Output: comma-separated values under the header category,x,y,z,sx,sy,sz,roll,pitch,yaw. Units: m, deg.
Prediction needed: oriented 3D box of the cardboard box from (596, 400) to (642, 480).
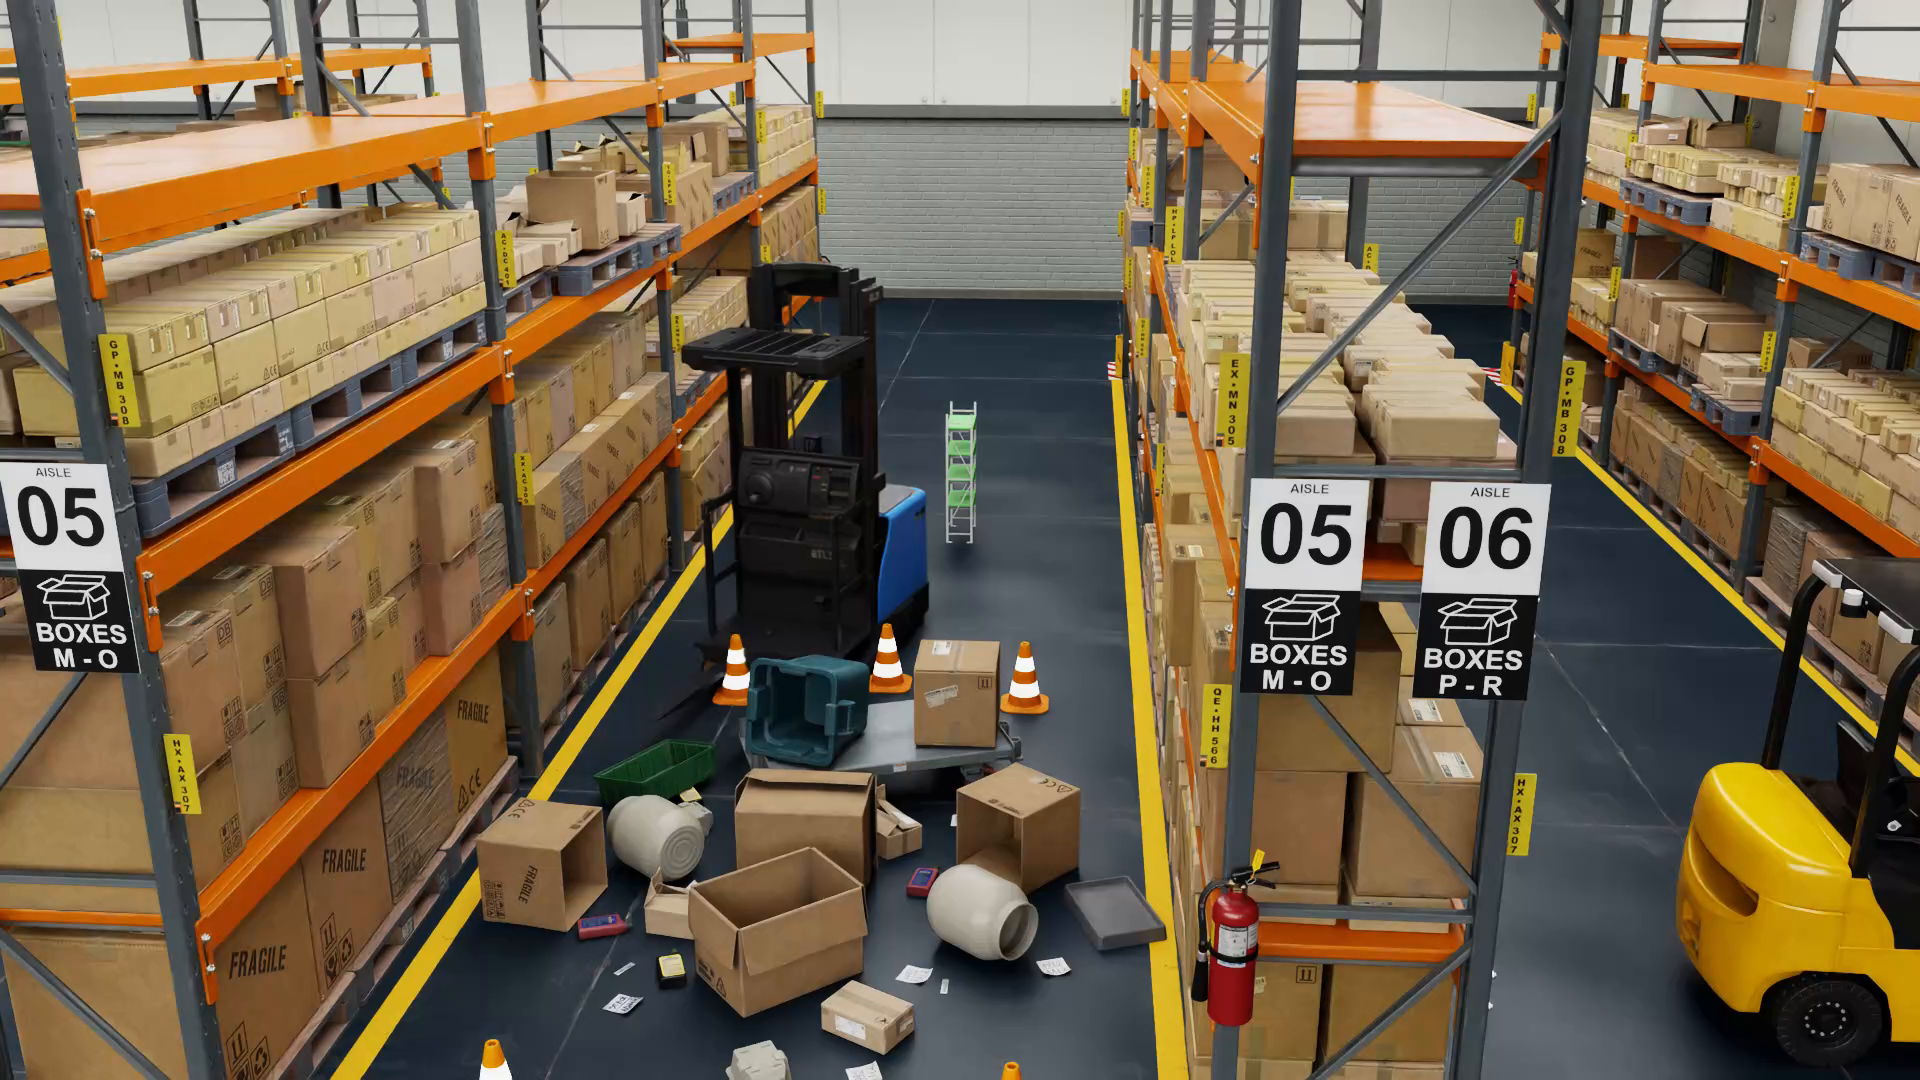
category,x,y,z,sx,sy,sz,roll,pitch,yaw
cardboard box,-2.732,-0.763,12.600,0.500,0.500,0.500,1,18,3

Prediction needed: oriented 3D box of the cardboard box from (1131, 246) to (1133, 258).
category,x,y,z,sx,sy,sz,roll,pitch,yaw
cardboard box,2.095,-3.010,17.852,0.500,0.500,0.500,1,18,3

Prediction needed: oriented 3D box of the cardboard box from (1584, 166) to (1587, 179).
category,x,y,z,sx,sy,sz,roll,pitch,yaw
cardboard box,7.100,-4.128,18.617,0.380,0.149,0.250,2,18,5

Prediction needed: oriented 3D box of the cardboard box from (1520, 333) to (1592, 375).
category,x,y,z,sx,sy,sz,roll,pitch,yaw
cardboard box,7.436,-2.293,20.764,0.797,0.503,0.637,1,18,2

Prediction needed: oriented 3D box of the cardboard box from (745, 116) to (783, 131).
category,x,y,z,sx,sy,sz,roll,pitch,yaw
cardboard box,-2.203,-4.687,18.717,0.380,0.149,0.250,2,18,7

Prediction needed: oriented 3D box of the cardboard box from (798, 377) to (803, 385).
category,x,y,z,sx,sy,sz,roll,pitch,yaw
cardboard box,-2.133,-2.013,20.479,0.380,0.149,0.250,0,18,1

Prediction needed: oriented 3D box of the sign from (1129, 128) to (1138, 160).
category,x,y,z,sx,sy,sz,roll,pitch,yaw
sign,1.783,-4.055,17.034,0.100,0.325,0.005,1,18,4

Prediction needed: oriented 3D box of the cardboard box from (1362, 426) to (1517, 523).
category,x,y,z,sx,sy,sz,roll,pitch,yaw
cardboard box,1.778,-0.253,6.152,0.500,0.250,0.500,1,18,3

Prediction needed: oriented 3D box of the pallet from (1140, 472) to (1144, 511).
category,x,y,z,sx,sy,sz,roll,pitch,yaw
pallet,2.272,-0.388,16.096,1.003,0.211,1.213,1,18,4

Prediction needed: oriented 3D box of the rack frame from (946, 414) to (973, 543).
category,x,y,z,sx,sy,sz,roll,pitch,yaw
rack frame,-0.006,-0.546,14.989,0.240,1.200,0.015,1,18,4

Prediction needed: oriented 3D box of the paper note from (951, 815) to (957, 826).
category,x,y,z,sx,sy,sz,roll,pitch,yaw
paper note,0.024,1.688,10.051,0.148,0.019,0.142,1,18,4

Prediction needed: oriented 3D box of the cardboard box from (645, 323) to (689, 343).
category,x,y,z,sx,sy,sz,roll,pitch,yaw
cardboard box,-2.629,-1.833,14.800,0.380,0.149,0.250,1,18,4

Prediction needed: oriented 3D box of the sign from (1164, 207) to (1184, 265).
category,x,y,z,sx,sy,sz,roll,pitch,yaw
sign,1.210,-1.719,9.400,0.100,0.325,0.005,1,18,4

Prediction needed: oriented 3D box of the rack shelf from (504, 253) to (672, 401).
category,x,y,z,sx,sy,sz,roll,pitch,yaw
rack shelf,-3.038,-1.634,11.757,1.077,0.370,4.000,1,18,4

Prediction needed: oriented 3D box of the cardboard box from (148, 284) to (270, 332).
category,x,y,z,sx,sy,sz,roll,pitch,yaw
cardboard box,-3.071,-0.951,6.806,0.380,0.149,0.250,1,18,4

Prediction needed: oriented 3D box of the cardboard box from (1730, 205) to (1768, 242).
category,x,y,z,sx,sy,sz,roll,pitch,yaw
cardboard box,6.831,-2.658,13.967,0.500,0.250,0.500,1,18,4

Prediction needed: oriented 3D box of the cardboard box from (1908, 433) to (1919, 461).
category,x,y,z,sx,sy,sz,roll,pitch,yaw
cardboard box,6.580,-0.605,11.075,0.380,0.149,0.250,1,18,4

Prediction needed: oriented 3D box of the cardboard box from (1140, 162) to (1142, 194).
category,x,y,z,sx,sy,sz,roll,pitch,yaw
cardboard box,1.857,-3.336,15.338,0.396,0.266,0.258,3,18,8

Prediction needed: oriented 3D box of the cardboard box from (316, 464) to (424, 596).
category,x,y,z,sx,sy,sz,roll,pitch,yaw
cardboard box,-3.341,-0.062,8.645,0.875,0.550,0.550,1,18,4

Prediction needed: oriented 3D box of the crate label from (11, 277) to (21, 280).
category,x,y,z,sx,sy,sz,roll,pitch,yaw
crate label,-12.110,-3.378,21.068,0.396,0.136,0.243,1,18,4

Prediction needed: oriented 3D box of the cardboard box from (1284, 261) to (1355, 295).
category,x,y,z,sx,sy,sz,roll,pitch,yaw
cardboard box,1.958,-1.432,9.107,0.380,0.149,0.250,2,18,5

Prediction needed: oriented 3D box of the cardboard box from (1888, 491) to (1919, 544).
category,x,y,z,sx,sy,sz,roll,pitch,yaw
cardboard box,6.586,-0.141,11.104,0.500,0.250,0.500,1,18,4

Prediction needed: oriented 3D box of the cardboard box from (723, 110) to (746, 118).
category,x,y,z,sx,sy,sz,roll,pitch,yaw
cardboard box,-2.631,-5.022,19.741,0.380,0.149,0.250,2,18,5

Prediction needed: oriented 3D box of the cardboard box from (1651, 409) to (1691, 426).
category,x,y,z,sx,sy,sz,roll,pitch,yaw
cardboard box,7.041,-1.186,16.351,0.380,0.149,0.250,1,18,3

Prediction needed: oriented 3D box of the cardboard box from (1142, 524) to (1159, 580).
category,x,y,z,sx,sy,sz,roll,pitch,yaw
cardboard box,2.000,0.132,13.575,0.950,0.372,0.625,0,18,0

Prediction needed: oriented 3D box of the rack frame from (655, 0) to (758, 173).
category,x,y,z,sx,sy,sz,roll,pitch,yaw
rack frame,-2.608,-5.264,16.865,1.000,3.000,0.127,1,18,4

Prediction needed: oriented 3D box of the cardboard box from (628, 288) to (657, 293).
category,x,y,z,sx,sy,sz,roll,pitch,yaw
cardboard box,-3.150,-2.421,16.594,0.380,0.149,0.250,1,18,3

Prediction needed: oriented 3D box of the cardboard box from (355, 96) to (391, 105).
category,x,y,z,sx,sy,sz,roll,pitch,yaw
cardboard box,-7.405,-5.183,20.439,0.700,0.500,0.500,1,18,2

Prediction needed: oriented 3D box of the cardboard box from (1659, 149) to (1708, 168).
category,x,y,z,sx,sy,sz,roll,pitch,yaw
cardboard box,6.829,-3.594,15.673,0.380,0.149,0.250,1,18,3

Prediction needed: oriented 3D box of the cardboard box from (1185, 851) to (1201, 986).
category,x,y,z,sx,sy,sz,roll,pitch,yaw
cardboard box,1.308,1.726,7.701,0.500,0.500,0.500,2,18,6

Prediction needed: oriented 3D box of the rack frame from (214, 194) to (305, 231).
category,x,y,z,sx,sy,sz,roll,pitch,yaw
rack frame,-7.548,-2.556,18.232,1.000,3.000,0.127,1,18,4

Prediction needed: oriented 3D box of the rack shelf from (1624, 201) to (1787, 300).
category,x,y,z,sx,sy,sz,roll,pitch,yaw
rack shelf,7.145,-2.687,14.972,1.077,0.370,4.000,1,18,4

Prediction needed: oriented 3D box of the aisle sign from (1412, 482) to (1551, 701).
category,x,y,z,sx,sy,sz,roll,pitch,yaw
aisle sign,1.781,0.183,5.699,0.394,0.787,0.004,1,18,4

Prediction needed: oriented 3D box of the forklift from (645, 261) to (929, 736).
category,x,y,z,sx,sy,sz,roll,pitch,yaw
forklift,-1.235,-0.402,11.769,1.130,2.935,3.031,7,19,19

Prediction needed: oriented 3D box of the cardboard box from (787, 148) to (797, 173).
category,x,y,z,sx,sy,sz,roll,pitch,yaw
cardboard box,-2.186,-4.385,19.239,0.500,0.250,0.500,2,18,6

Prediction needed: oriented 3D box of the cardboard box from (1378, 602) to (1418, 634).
category,x,y,z,sx,sy,sz,roll,pitch,yaw
cardboard box,1.885,0.585,8.008,0.500,0.500,0.500,1,18,3

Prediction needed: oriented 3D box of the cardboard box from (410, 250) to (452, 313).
category,x,y,z,sx,sy,sz,roll,pitch,yaw
cardboard box,-2.997,-1.356,8.682,0.500,0.250,0.500,1,18,4

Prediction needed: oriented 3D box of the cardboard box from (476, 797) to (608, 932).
category,x,y,z,sx,sy,sz,roll,pitch,yaw
cardboard box,-2.269,1.763,9.064,0.500,0.500,0.500,4,19,13

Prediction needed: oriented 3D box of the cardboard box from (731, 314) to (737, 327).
category,x,y,z,sx,sy,sz,roll,pitch,yaw
cardboard box,-2.476,-2.208,16.900,0.380,0.149,0.250,1,18,4

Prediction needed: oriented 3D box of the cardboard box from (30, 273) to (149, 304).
category,x,y,z,sx,sy,sz,roll,pitch,yaw
cardboard box,-3.708,-1.046,7.096,0.380,0.149,0.250,1,18,4

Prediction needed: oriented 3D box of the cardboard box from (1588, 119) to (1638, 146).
category,x,y,z,sx,sy,sz,roll,pitch,yaw
cardboard box,7.157,-4.435,18.111,0.500,0.250,0.500,2,18,5

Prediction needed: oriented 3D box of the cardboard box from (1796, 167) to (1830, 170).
category,x,y,z,sx,sy,sz,roll,pitch,yaw
cardboard box,7.367,-3.093,14.176,0.380,0.149,0.250,1,18,4

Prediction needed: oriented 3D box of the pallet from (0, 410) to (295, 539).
category,x,y,z,sx,sy,sz,roll,pitch,yaw
pallet,-3.425,-0.301,6.675,1.003,0.211,1.213,1,18,4

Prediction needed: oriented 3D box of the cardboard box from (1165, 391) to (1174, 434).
category,x,y,z,sx,sy,sz,roll,pitch,yaw
cardboard box,1.645,-0.701,11.260,0.500,0.500,0.500,2,18,6

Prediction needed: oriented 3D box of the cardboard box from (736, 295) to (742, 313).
category,x,y,z,sx,sy,sz,roll,pitch,yaw
cardboard box,-2.457,-2.425,17.086,0.380,0.149,0.250,1,18,4

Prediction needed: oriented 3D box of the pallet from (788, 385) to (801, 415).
category,x,y,z,sx,sy,sz,roll,pitch,yaw
pallet,-2.510,-1.678,20.031,1.003,0.211,1.213,1,18,4

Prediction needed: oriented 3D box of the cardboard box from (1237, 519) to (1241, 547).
category,x,y,z,sx,sy,sz,roll,pitch,yaw
cardboard box,1.223,-0.031,6.113,0.380,0.149,0.250,1,18,4

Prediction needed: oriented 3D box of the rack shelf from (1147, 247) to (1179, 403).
category,x,y,z,sx,sy,sz,roll,pitch,yaw
rack shelf,1.907,-1.555,11.515,1.077,0.370,4.000,1,18,4

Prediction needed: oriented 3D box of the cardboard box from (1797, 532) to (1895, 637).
category,x,y,z,sx,sy,sz,roll,pitch,yaw
cardboard box,6.904,0.343,12.526,0.875,0.625,0.625,2,18,6

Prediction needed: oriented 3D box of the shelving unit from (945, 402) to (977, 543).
category,x,y,z,sx,sy,sz,roll,pitch,yaw
shelving unit,0.012,-0.622,15.220,0.258,1.200,0.503,1,18,4

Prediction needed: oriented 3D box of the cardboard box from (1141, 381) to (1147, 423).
category,x,y,z,sx,sy,sz,roll,pitch,yaw
cardboard box,1.827,-1.184,14.286,0.500,0.250,0.500,1,18,2

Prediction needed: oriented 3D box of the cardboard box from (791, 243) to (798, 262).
category,x,y,z,sx,sy,sz,roll,pitch,yaw
cardboard box,-2.211,-3.227,19.644,0.500,0.500,0.500,2,18,7

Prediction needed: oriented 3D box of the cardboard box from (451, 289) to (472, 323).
category,x,y,z,sx,sy,sz,roll,pitch,yaw
cardboard box,-2.906,-1.284,9.101,0.380,0.149,0.250,2,18,5

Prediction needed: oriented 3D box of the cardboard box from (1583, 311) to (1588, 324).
category,x,y,z,sx,sy,sz,roll,pitch,yaw
cardboard box,7.096,-2.454,18.324,0.380,0.149,0.250,2,18,5

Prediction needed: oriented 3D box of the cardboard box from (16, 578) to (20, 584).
category,x,y,z,sx,sy,sz,roll,pitch,yaw
cardboard box,-7.889,0.046,13.599,0.700,0.500,0.500,0,18,-1

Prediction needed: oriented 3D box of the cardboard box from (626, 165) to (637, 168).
category,x,y,z,sx,sy,sz,roll,pitch,yaw
cardboard box,-3.044,-3.138,15.032,0.500,0.500,0.500,1,18,4
